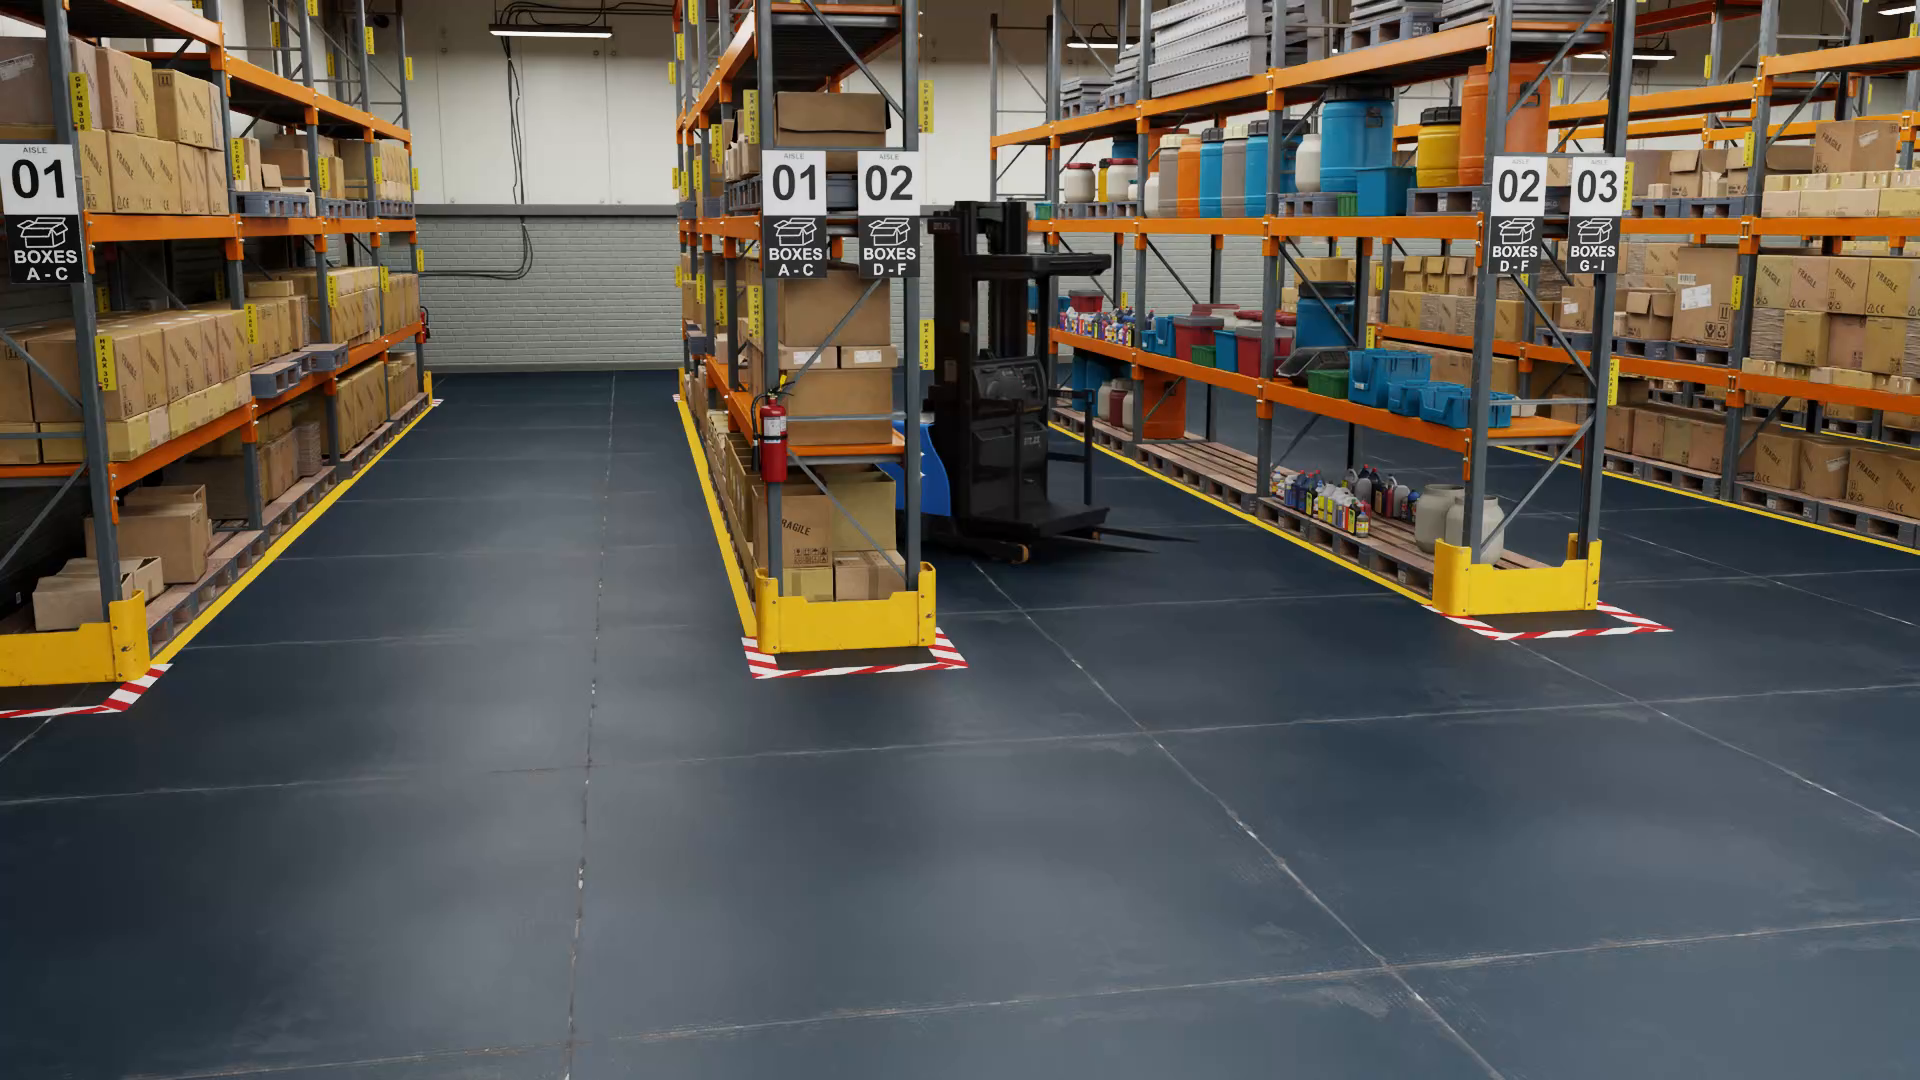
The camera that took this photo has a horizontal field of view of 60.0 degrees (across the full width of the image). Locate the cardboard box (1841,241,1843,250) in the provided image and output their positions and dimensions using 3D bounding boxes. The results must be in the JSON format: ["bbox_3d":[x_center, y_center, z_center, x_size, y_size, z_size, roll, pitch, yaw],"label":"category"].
[{"bbox_3d":[15.420,-5.131,28.953,0.380,0.149,0.250,-2,11,-9],"label":"cardboard box"}]

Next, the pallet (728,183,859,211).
[{"bbox_3d":[-1.349,-2.798,13.588,1.003,0.211,1.213,-2,11,-11],"label":"pallet"}]

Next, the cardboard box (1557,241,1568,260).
[{"bbox_3d":[10.555,-4.840,28.366,0.500,0.500,0.500,-2,11,-11],"label":"cardboard box"}]

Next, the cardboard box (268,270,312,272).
[{"bbox_3d":[-7.813,-3.006,19.345,0.500,0.250,0.500,-2,11,-12],"label":"cardboard box"}]

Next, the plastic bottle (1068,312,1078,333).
[{"bbox_3d":[1.550,-2.943,22.469,0.152,0.276,0.135,-2,11,-11],"label":"plastic bottle"}]

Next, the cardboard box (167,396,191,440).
[{"bbox_3d":[-5.613,-0.834,11.405,0.500,0.250,0.500,-2,11,-12],"label":"cardboard box"}]

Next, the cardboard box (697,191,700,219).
[{"bbox_3d":[-2.637,-4.047,19.648,0.910,0.500,0.500,-2,11,-11],"label":"cardboard box"}]

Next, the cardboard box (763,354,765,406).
[{"bbox_3d":[-1.145,-1.209,12.757,0.700,0.500,0.500,-2,11,-9],"label":"cardboard box"}]

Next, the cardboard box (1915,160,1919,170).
[{"bbox_3d":[12.376,-4.856,21.849,0.396,0.266,0.258,-2,11,-11],"label":"cardboard box"}]

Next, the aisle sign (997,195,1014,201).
[{"bbox_3d":[0.680,-5.183,26.953,0.394,0.787,0.004,-2,11,-11],"label":"aisle sign"}]

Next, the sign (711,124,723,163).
[{"bbox_3d":[-2.071,-3.384,14.206,0.100,0.325,0.005,-2,11,-11],"label":"sign"}]

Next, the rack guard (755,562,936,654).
[{"bbox_3d":[-0.758,0.443,11.033,1.175,0.500,0.348,-2,11,-11],"label":"rack guard"}]

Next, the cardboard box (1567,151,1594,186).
[{"bbox_3d":[7.333,-4.196,19.093,0.500,0.500,0.500,-2,11,-11],"label":"cardboard box"}]

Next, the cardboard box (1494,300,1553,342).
[{"bbox_3d":[7.060,-2.747,20.839,0.500,0.500,0.500,-2,11,-9],"label":"cardboard box"}]

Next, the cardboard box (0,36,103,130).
[{"bbox_3d":[-5.458,-2.712,9.905,0.500,0.500,0.500,-3,11,-15],"label":"cardboard box"}]

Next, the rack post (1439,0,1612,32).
[{"bbox_3d":[4.075,-3.814,12.004,0.937,0.300,0.954,-1,11,-5],"label":"rack post"}]

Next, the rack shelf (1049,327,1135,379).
[{"bbox_3d":[2.152,-2.450,21.469,1.077,0.370,4.000,-2,11,-11],"label":"rack shelf"}]

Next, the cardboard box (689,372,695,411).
[{"bbox_3d":[-3.486,-2.073,23.073,0.500,0.500,0.500,-2,11,-11],"label":"cardboard box"}]

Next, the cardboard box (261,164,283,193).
[{"bbox_3d":[-7.016,-3.369,16.023,0.797,0.503,0.637,-1,11,-3],"label":"cardboard box"}]

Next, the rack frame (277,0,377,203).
[{"bbox_3d":[-7.955,-5.757,20.875,1.000,3.000,0.127,-2,11,-11],"label":"rack frame"}]

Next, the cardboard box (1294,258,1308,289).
[{"bbox_3d":[5.769,-4.335,27.050,0.500,0.500,0.500,-2,11,-12],"label":"cardboard box"}]

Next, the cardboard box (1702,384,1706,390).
[{"bbox_3d":[11.750,-2.396,25.765,0.380,0.149,0.250,-3,11,-13],"label":"cardboard box"}]

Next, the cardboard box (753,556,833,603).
[{"bbox_3d":[-1.157,0.267,11.501,0.500,0.250,0.500,-2,11,-11],"label":"cardboard box"}]

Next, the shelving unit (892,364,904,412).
[{"bbox_3d":[-0.683,-0.977,15.818,0.538,1.500,1.048,-1,11,-4],"label":"shelving unit"}]

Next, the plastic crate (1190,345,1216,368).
[{"bbox_3d":[2.703,-1.908,17.264,0.450,0.188,0.662,-2,11,-11],"label":"plastic crate"}]

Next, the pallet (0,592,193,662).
[{"bbox_3d":[-5.759,0.597,10.996,1.003,0.211,1.213,-2,11,-11],"label":"pallet"}]

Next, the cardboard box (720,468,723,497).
[{"bbox_3d":[-2.002,-0.537,15.727,0.500,0.250,0.500,-2,11,-12],"label":"cardboard box"}]

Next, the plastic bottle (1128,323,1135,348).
[{"bbox_3d":[2.044,-2.438,19.794,0.061,0.283,0.133,-2,11,-11],"label":"plastic bottle"}]

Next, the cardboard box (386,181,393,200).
[{"bbox_3d":[-7.916,-4.695,22.331,0.500,0.250,0.500,-2,11,-12],"label":"cardboard box"}]

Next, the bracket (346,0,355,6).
[{"bbox_3d":[-9.678,-8.659,26.497,0.235,0.232,0.430,-2,11,-11],"label":"bracket"}]

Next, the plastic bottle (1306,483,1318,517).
[{"bbox_3d":[3.097,-0.355,14.627,0.061,0.283,0.133,-2,11,-8],"label":"plastic bottle"}]

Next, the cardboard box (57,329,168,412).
[{"bbox_3d":[-5.505,-1.103,10.810,0.500,0.500,0.500,-2,11,-11],"label":"cardboard box"}]

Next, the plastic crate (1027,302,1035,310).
[{"bbox_3d":[1.024,-3.497,25.334,0.416,0.233,0.300,-2,11,-11],"label":"plastic crate"}]

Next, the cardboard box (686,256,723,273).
[{"bbox_3d":[-3.551,-3.708,23.214,0.500,0.500,0.500,-2,11,-12],"label":"cardboard box"}]

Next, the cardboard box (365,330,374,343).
[{"bbox_3d":[-7.424,-2.503,20.446,0.380,0.149,0.250,-2,11,-11],"label":"cardboard box"}]

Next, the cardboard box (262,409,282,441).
[{"bbox_3d":[-6.832,-1.101,15.964,0.500,0.250,0.500,-2,11,-11],"label":"cardboard box"}]

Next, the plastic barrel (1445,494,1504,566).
[{"bbox_3d":[3.894,-0.071,12.578,0.421,0.512,0.421,0,11,0],"label":"plastic barrel"}]

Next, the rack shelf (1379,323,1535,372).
[{"bbox_3d":[7.010,-2.630,22.415,1.077,0.370,4.000,-2,11,-11],"label":"rack shelf"}]

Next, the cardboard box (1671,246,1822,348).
[{"bbox_3d":[8.160,-2.535,17.263,1.000,1.000,1.000,-2,11,-11],"label":"cardboard box"}]

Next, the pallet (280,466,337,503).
[{"bbox_3d":[-7.026,-0.563,17.089,1.003,0.211,1.213,-2,11,-11],"label":"pallet"}]

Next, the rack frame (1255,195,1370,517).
[{"bbox_3d":[3.319,-1.703,15.620,1.000,3.000,0.127,-2,11,-11],"label":"rack frame"}]

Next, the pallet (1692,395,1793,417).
[{"bbox_3d":[11.659,-1.999,24.636,1.003,0.211,1.213,-2,11,-11],"label":"pallet"}]

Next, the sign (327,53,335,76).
[{"bbox_3d":[-9.279,-7.008,24.527,0.100,0.325,0.005,-2,11,-11],"label":"sign"}]

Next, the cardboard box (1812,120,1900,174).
[{"bbox_3d":[8.515,-3.724,15.817,0.500,0.500,0.500,-2,11,-13],"label":"cardboard box"}]

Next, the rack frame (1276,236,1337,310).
[{"bbox_3d":[5.843,-4.084,28.129,1.000,3.000,0.127,-2,11,-11],"label":"rack frame"}]

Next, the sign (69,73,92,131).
[{"bbox_3d":[-5.089,-2.531,9.614,0.100,0.325,0.005,-2,11,-11],"label":"sign"}]

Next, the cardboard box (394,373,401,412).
[{"bbox_3d":[-8.094,-2.021,22.855,0.700,0.500,0.500,-2,11,-12],"label":"cardboard box"}]

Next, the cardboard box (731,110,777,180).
[{"bbox_3d":[-1.344,-3.016,12.724,0.797,0.503,0.637,-1,11,-5],"label":"cardboard box"}]

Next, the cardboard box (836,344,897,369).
[{"bbox_3d":[-0.628,-1.237,11.172,0.380,0.149,0.250,-2,11,-11],"label":"cardboard box"}]

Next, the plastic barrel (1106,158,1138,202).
[{"bbox_3d":[2.048,-4.503,20.821,0.433,0.535,0.433,0,11,0],"label":"plastic barrel"}]

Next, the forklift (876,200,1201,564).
[{"bbox_3d":[0.584,-1.352,13.962,3.031,2.935,1.130,9,14,39],"label":"forklift"}]

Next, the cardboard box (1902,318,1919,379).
[{"bbox_3d":[8.605,-1.627,14.159,0.875,0.500,0.500,-2,11,-11],"label":"cardboard box"}]

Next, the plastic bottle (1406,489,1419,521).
[{"bbox_3d":[3.924,-0.307,14.408,0.097,0.271,0.097,0,11,0],"label":"plastic bottle"}]

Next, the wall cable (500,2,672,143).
[{"bbox_3d":[-6.829,-8.595,30.583,3.097,2.526,0.112,-2,11,-11],"label":"wall cable"}]

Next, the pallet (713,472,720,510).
[{"bbox_3d":[-1.963,-0.511,16.818,1.003,0.211,1.213,-2,11,-11],"label":"pallet"}]

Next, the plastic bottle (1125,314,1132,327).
[{"bbox_3d":[2.233,-2.854,22.013,0.097,0.271,0.097,0,11,0],"label":"plastic bottle"}]

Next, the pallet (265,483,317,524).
[{"bbox_3d":[-6.793,-0.340,15.916,1.003,0.211,1.213,-2,11,-11],"label":"pallet"}]

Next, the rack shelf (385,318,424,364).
[{"bbox_3d":[-8.344,-2.823,23.430,1.077,0.370,4.000,-2,11,-11],"label":"rack shelf"}]
